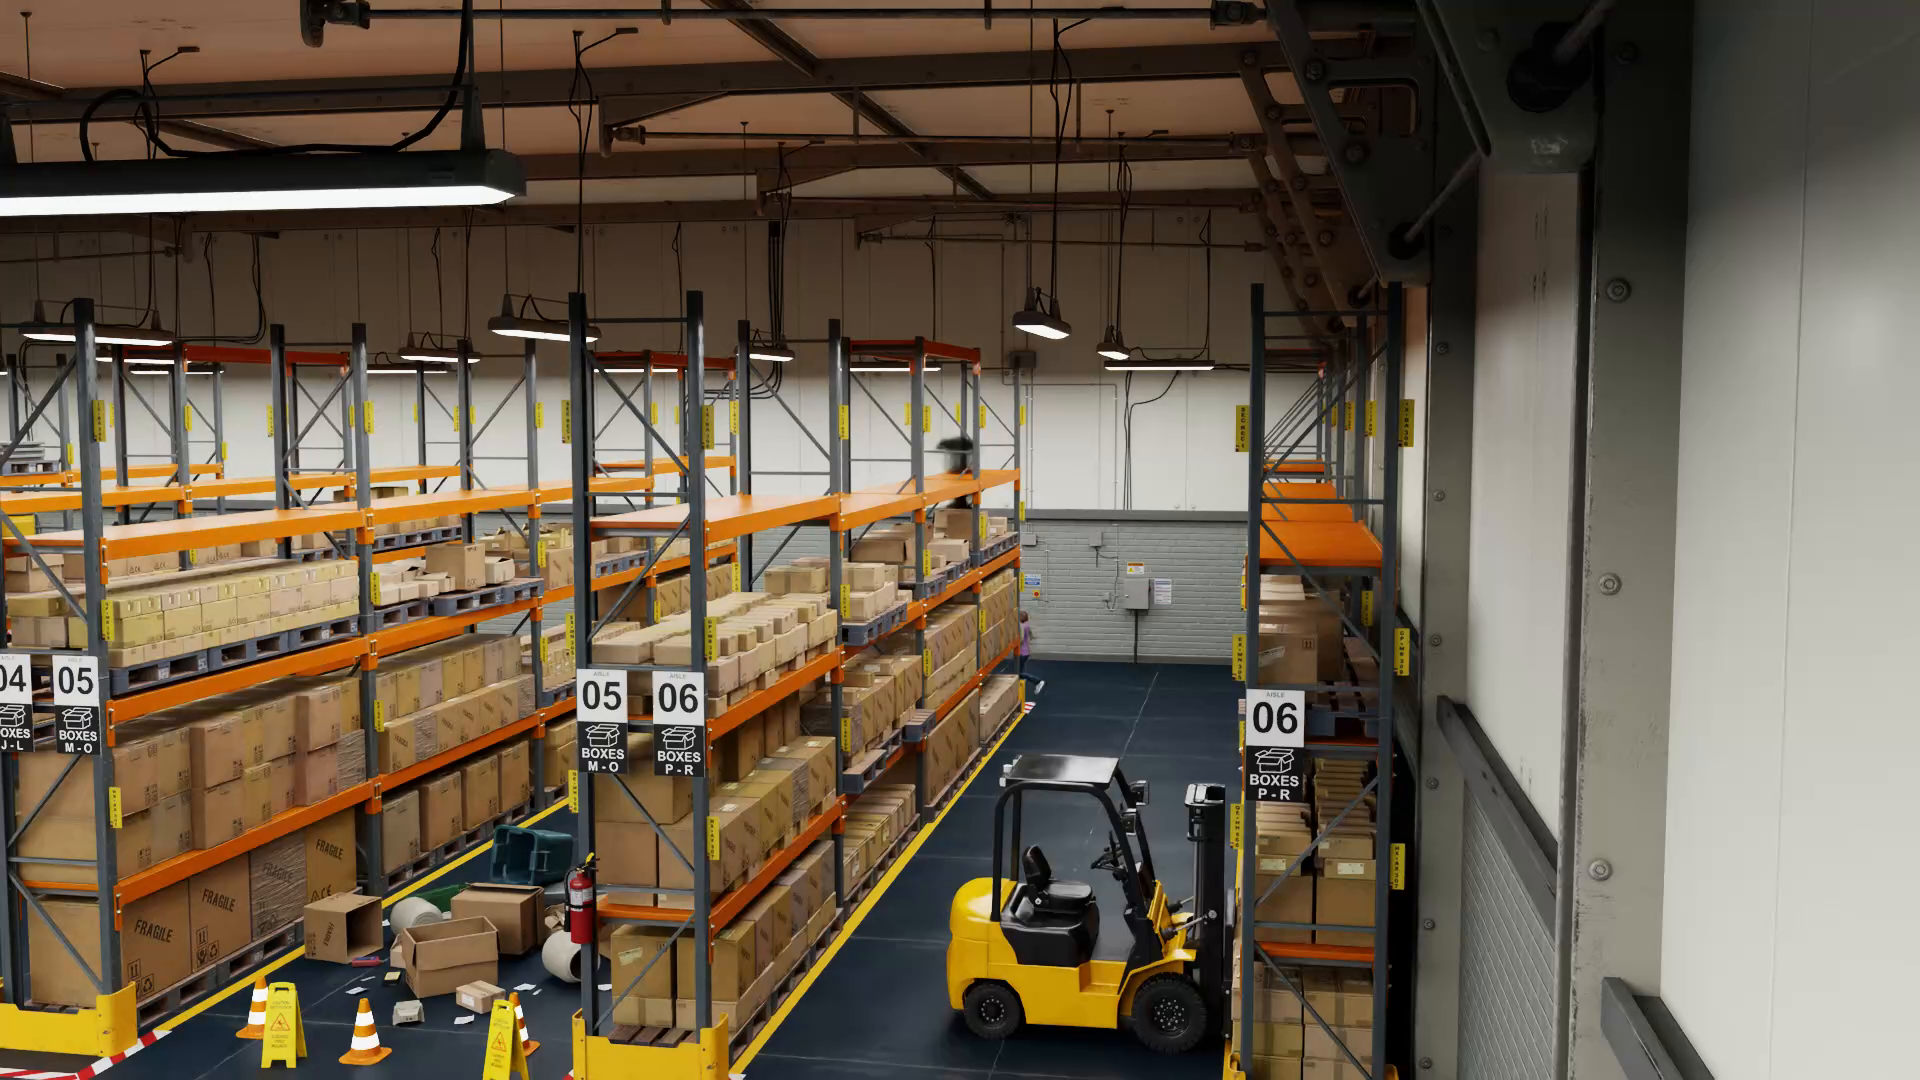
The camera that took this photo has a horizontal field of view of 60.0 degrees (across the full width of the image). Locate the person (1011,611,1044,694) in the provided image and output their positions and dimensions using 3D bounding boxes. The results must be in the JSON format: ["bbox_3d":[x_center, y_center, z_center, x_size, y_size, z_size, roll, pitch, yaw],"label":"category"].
[{"bbox_3d":[1.147,2.020,29.310,0.723,1.566,0.544,1,5,14],"label":"person"}]
